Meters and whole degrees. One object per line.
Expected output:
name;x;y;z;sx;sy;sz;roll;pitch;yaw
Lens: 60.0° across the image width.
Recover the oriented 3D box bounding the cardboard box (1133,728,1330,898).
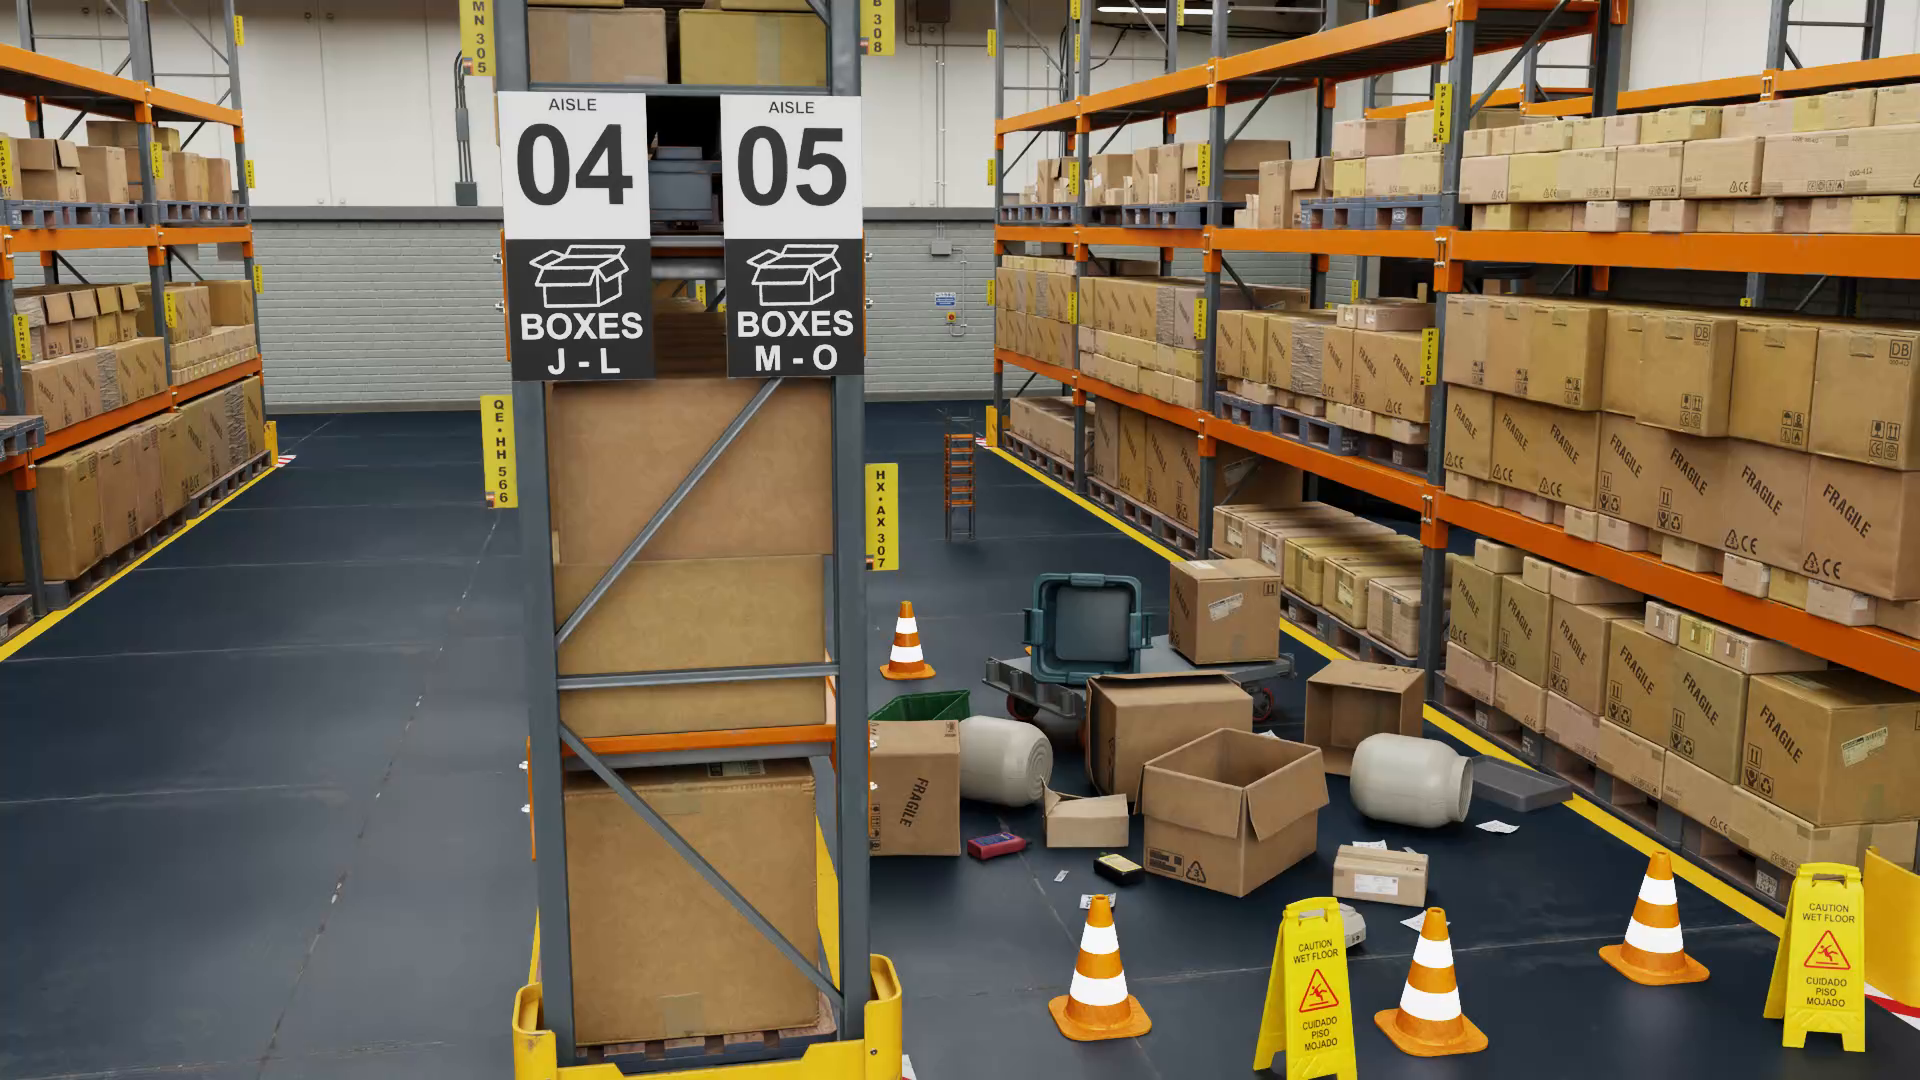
cardboard box;1.229;1.212;7.482;0.637;0.503;0.797;9;14;38

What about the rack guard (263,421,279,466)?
rack guard;-8.783;-1.135;19.821;1.175;0.500;0.348;-2;11;-11

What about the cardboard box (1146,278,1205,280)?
cardboard box;2.161;-2.358;16.620;0.500;0.500;0.500;-2;11;-10

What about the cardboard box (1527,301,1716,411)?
cardboard box;3.298;-0.928;8.313;0.700;0.500;0.500;-2;11;-12

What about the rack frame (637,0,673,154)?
rack frame;-1.560;-3.266;8.290;1.000;3.000;0.127;-2;11;-11

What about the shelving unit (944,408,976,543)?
shelving unit;0.003;-0.587;15.070;0.258;1.200;0.189;-2;11;-11

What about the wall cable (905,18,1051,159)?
wall cable;0.298;-6.726;26.465;2.355;3.000;0.029;-2;11;-11

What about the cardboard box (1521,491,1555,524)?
cardboard box;3.218;-0.186;8.824;0.380;0.149;0.250;-2;11;-9

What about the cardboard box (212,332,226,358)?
cardboard box;-8.121;-2.070;17.653;0.500;0.250;0.500;-2;11;-11

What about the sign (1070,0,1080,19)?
sign;1.171;-5.453;16.857;0.100;0.325;0.005;-2;11;-11

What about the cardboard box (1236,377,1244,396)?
cardboard box;2.401;-1.215;13.105;0.380;0.149;0.250;-3;11;-15

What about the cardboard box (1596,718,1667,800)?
cardboard box;3.433;1.031;7.989;0.500;0.250;0.500;-3;11;-13

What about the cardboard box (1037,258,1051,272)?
cardboard box;1.099;-3.170;19.153;0.380;0.149;0.250;-2;11;-11

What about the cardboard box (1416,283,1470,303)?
cardboard box;5.926;-2.972;20.391;0.500;0.500;0.500;-2;11;-10

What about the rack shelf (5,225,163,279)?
rack shelf;-7.612;-2.378;13.569;1.077;0.370;4.000;-2;11;-11

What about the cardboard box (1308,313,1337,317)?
cardboard box;2.970;-1.485;12.791;0.500;0.500;0.500;-2;11;-12

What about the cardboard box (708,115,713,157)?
cardboard box;-0.682;-1.405;5.814;0.380;0.149;0.250;-2;11;-11

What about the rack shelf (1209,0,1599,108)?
rack shelf;2.887;-3.282;11.365;1.077;0.370;4.000;-2;11;-11

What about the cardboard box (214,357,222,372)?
cardboard box;-8.037;-1.853;17.583;0.380;0.149;0.250;-2;11;-13

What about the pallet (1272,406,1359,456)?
pallet;2.923;-0.796;11.867;1.003;0.211;1.213;-2;11;-11

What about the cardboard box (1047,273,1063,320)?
cardboard box;1.267;-2.695;18.393;0.500;0.500;0.500;-2;11;-12

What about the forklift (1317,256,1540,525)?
forklift;4.817;-1.651;16.031;1.130;2.935;3.031;-7;13;-34

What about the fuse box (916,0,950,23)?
fuse box;-0.421;-8.257;25.952;0.513;0.334;0.176;-2;11;-11

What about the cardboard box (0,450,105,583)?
cardboard box;-7.337;-0.181;12.683;1.225;0.875;0.875;-3;11;-14

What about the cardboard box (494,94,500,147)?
cardboard box;-1.179;-1.240;4.947;0.380;0.149;0.250;-2;11;-11

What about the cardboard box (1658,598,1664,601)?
cardboard box;3.855;0.544;8.542;0.500;0.500;0.500;-2;11;-8

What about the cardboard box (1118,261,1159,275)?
cardboard box;1.913;-2.911;17.793;0.380;0.149;0.250;-2;11;-12

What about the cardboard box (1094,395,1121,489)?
cardboard box;1.919;-1.037;17.180;0.875;0.875;0.875;-2;11;-9

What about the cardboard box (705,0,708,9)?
cardboard box;-0.681;-1.795;5.731;0.380;0.149;0.250;-2;11;-10

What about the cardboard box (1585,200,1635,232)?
cardboard box;3.261;-1.562;8.031;0.380;0.149;0.250;-2;11;-12

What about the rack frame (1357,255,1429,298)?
rack frame;5.810;-2.900;22.409;1.000;3.000;0.127;-2;11;-11

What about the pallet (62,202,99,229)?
pallet;-7.620;-2.593;13.280;1.003;0.211;1.213;-2;11;-8

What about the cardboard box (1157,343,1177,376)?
cardboard box;2.051;-1.597;14.627;0.500;0.250;0.500;-2;11;-12

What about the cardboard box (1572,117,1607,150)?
cardboard box;3.261;-2.002;8.208;0.380;0.149;0.250;-2;11;-13

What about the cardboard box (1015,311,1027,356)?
cardboard box;0.961;-2.484;19.955;0.500;0.500;0.500;-2;11;-11

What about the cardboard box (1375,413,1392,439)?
cardboard box;2.871;-0.734;10.579;0.380;0.149;0.250;-2;11;-13

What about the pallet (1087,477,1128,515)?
pallet;1.944;-0.476;17.135;1.003;0.211;1.213;-2;11;-11

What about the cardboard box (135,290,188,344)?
cardboard box;-7.843;-2.163;16.136;0.500;0.500;0.500;-2;11;-11

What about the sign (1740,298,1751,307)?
sign;6.836;-1.941;14.487;0.100;0.325;0.005;-2;11;-11

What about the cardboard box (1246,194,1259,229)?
cardboard box;2.442;-2.548;12.899;0.396;0.266;0.258;-2;11;-11

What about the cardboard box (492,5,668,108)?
cardboard box;-1.151;-1.467;5.072;0.500;0.250;0.500;-2;11;-10

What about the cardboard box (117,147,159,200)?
cardboard box;-8.212;-3.544;16.114;0.700;0.500;0.500;-3;11;-14

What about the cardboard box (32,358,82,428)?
cardboard box;-7.153;-1.134;12.863;0.500;0.500;0.500;-2;11;-13

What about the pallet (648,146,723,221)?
pallet;-0.936;-1.151;5.437;1.003;0.211;1.213;-2;11;-11

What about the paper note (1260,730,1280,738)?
paper note;1.706;1.100;9.335;0.148;0.019;0.142;-2;11;-11

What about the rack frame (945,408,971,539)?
rack frame;-0.015;-0.604;15.159;0.240;1.200;0.006;-2;11;-11

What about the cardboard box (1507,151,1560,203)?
cardboard box;3.202;-1.879;8.628;0.500;0.250;0.500;-2;11;-11

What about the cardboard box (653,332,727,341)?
cardboard box;-1.220;-0.557;6.810;0.875;0.550;0.500;-2;11;-11

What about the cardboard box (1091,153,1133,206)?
cardboard box;1.607;-3.542;16.369;0.500;0.500;0.500;-2;11;-12

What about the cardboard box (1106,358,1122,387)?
cardboard box;1.733;-1.632;16.147;0.500;0.250;0.500;-2;11;-11

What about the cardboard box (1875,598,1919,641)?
cardboard box;3.771;0.279;6.383;0.380;0.149;0.250;-2;11;-9

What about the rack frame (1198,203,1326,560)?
rack frame;2.498;-1.251;13.749;1.000;3.000;0.127;-2;11;-11

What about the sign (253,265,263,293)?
sign;-8.244;-3.061;19.524;0.100;0.325;0.005;-2;11;-11
